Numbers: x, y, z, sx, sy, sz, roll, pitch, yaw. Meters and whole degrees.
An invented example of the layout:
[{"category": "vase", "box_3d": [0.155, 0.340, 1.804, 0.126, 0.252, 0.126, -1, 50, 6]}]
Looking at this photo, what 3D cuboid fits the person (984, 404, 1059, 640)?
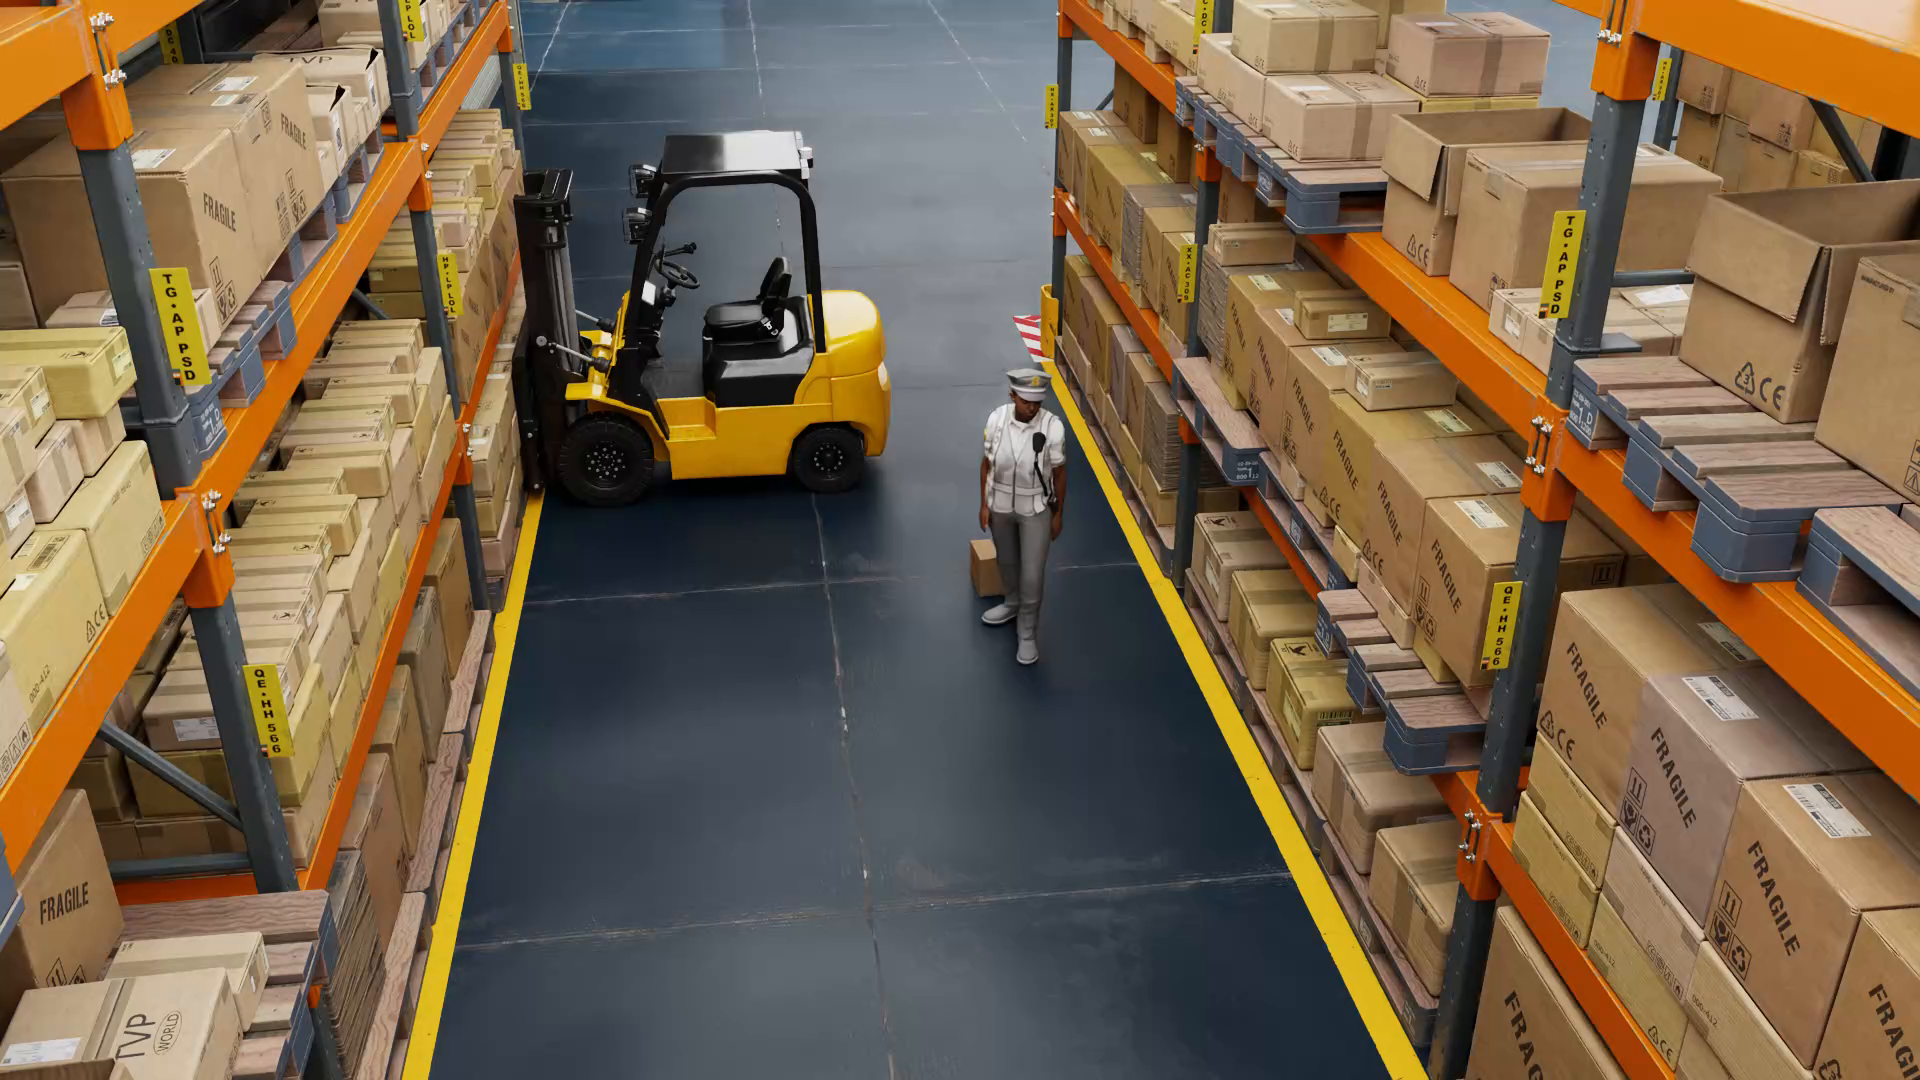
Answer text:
[{"category": "person", "box_3d": [0.338, -0.122, 9.028, 0.384, 1.361, 0.507, 9, 29, 17]}]
